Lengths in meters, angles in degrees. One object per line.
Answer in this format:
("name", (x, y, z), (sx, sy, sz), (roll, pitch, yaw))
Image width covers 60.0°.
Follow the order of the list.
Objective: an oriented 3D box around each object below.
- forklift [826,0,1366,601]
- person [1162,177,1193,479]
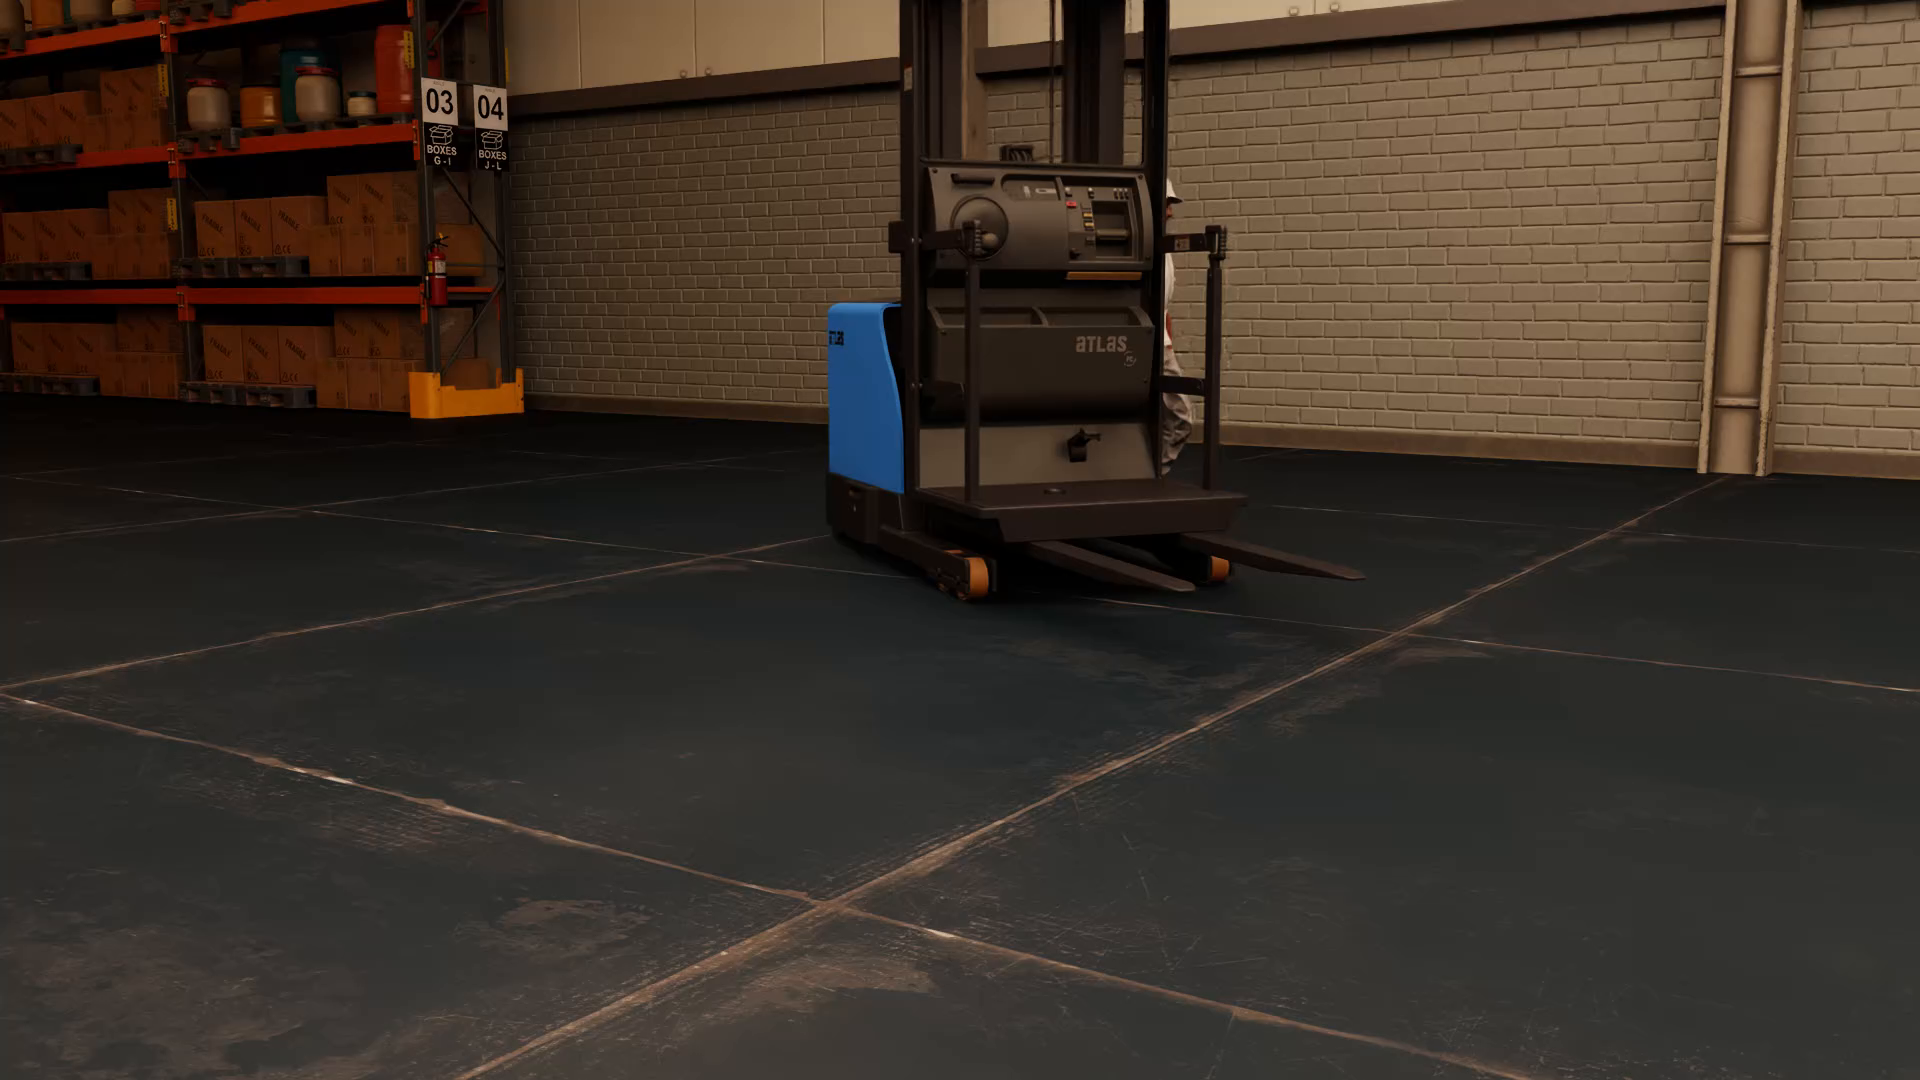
("forklift", (0.403, -1.295, 6.297), (1.130, 2.935, 3.031), (-3, 9, -22))
("person", (0.751, -0.920, 8.124), (0.891, 1.730, 0.502), (-7, 11, -40))
